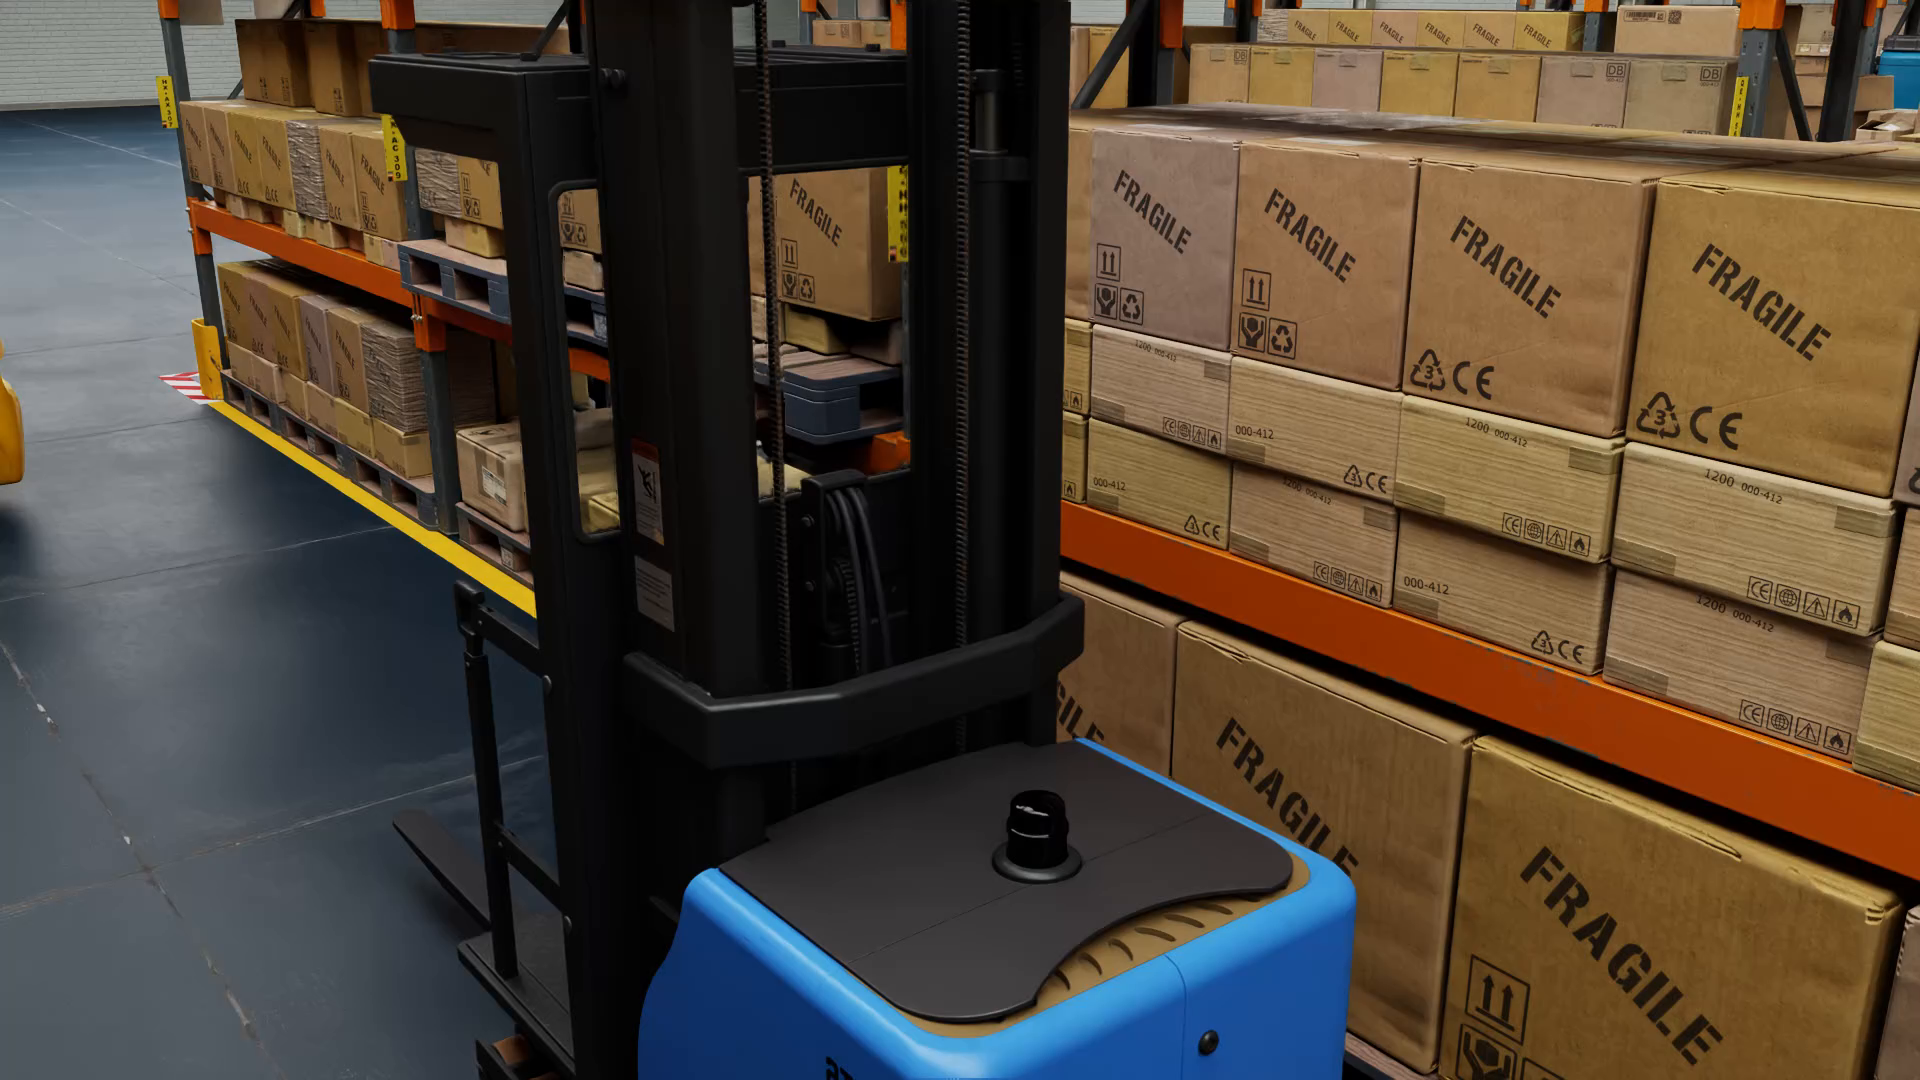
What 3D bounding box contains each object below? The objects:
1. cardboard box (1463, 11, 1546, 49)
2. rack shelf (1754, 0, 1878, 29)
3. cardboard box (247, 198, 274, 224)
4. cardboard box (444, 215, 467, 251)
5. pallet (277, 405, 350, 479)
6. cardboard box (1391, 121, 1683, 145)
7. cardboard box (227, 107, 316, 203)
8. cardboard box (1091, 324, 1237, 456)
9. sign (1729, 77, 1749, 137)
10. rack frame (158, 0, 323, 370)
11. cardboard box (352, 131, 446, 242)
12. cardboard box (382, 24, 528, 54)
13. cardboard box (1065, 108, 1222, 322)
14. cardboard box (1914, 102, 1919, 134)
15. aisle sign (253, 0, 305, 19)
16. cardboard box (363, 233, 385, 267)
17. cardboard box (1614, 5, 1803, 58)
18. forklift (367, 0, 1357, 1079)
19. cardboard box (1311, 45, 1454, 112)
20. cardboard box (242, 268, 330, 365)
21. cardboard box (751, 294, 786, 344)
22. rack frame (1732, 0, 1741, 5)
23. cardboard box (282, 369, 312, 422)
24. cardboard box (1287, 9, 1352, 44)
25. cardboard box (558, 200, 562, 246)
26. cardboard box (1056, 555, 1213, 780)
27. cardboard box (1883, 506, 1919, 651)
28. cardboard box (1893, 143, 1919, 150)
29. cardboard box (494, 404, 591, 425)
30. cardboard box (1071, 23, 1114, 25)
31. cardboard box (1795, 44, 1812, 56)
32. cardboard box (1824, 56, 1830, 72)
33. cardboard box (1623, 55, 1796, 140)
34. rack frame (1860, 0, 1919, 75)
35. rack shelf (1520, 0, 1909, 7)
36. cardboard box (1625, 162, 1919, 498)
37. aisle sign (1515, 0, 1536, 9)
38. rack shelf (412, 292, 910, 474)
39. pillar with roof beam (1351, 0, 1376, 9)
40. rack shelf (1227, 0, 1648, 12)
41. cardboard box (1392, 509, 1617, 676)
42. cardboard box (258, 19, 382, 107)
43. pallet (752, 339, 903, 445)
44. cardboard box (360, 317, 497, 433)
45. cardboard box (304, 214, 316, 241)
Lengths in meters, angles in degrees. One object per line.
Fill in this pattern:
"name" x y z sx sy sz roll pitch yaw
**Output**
"cardboard box" 4.730 -4.327 14.434 0.500 0.500 0.500 -14 23 -36
"rack shelf" 5.311 -2.144 6.438 1.077 0.370 4.000 -14 23 -36
"cardboard box" -4.090 -2.022 10.096 0.380 0.149 0.250 -13 22 -35
"cardboard box" -2.137 -1.431 7.644 0.380 0.149 0.250 -14 23 -35
"pallet" -3.439 -0.685 10.094 1.003 0.211 1.213 -14 23 -36
"cardboard box" 1.406 -0.761 4.138 0.500 0.500 0.500 -14 23 -36
"cardboard box" -3.998 -2.300 9.905 0.500 0.500 0.500 -15 23 -37
"cardboard box" 0.692 -0.429 4.329 0.500 0.250 0.500 -13 23 -35
"sign" 3.636 -1.995 7.773 0.100 0.325 0.005 -14 23 -36
"rack frame" -4.716 -2.535 11.245 1.000 3.000 0.127 -14 23 -36
"cardboard box" -2.703 -1.799 8.390 0.500 0.500 0.500 -15 23 -37
"cardboard box" -2.635 -2.493 8.897 0.700 0.500 0.500 -14 23 -36
"cardboard box" 0.366 -0.916 4.608 0.500 0.500 0.500 -15 23 -38
"cardboard box" 7.228 -2.988 11.786 0.700 0.500 0.500 -10 21 -28
"aisle sign" -4.527 -3.841 11.054 0.394 0.787 0.004 -14 23 -36
"cardboard box" -2.831 -1.510 8.549 0.380 0.149 0.250 -13 23 -35
"cardboard box" 5.920 -3.744 13.276 1.000 1.000 1.000 -14 23 -36
"forklift" -0.547 -0.027 3.781 1.130 2.935 3.031 -14 23 -36
"cardboard box" 2.533 -2.690 9.965 0.700 0.500 0.500 -14 23 -36
"cardboard box" -4.088 -1.398 10.326 0.500 0.500 0.500 -15 24 -38
"cardboard box" -0.551 -0.784 5.688 0.380 0.149 0.250 -14 23 -37
"rack frame" 10.820 -6.401 22.922 1.000 3.000 0.127 -14 23 -36
"cardboard box" -3.772 -0.917 10.065 0.500 0.250 0.500 -12 22 -32
"cardboard box" 3.485 -4.819 15.920 0.500 0.500 0.500 -14 23 -36
"cardboard box" -1.558 -1.518 6.874 0.500 0.500 0.500 -14 23 -36
"cardboard box" 0.615 0.432 4.997 0.875 0.875 0.875 -14 23 -37
"cardboard box" 1.954 0.073 2.813 0.500 0.250 0.500 -13 23 -35
"cardboard box" 4.373 -1.699 7.508 0.380 0.149 0.250 -15 23 -38
"cardboard box" -2.387 -0.641 9.233 0.500 0.250 0.500 -15 24 -39
"cardboard box" 0.723 -3.494 12.186 0.875 0.550 0.550 -14 23 -36
"cardboard box" 11.215 -6.492 22.004 0.380 0.149 0.250 -14 23 -36
"cardboard box" 11.734 -6.079 21.791 0.700 0.500 0.500 -14 23 -36
"cardboard box" 3.798 -2.189 8.452 0.700 0.500 0.500 -14 23 -36
"rack frame" 9.419 -4.450 17.029 1.000 3.000 0.127 -14 23 -36
"rack shelf" 8.177 -6.025 18.159 1.077 0.370 4.000 -14 23 -36
"cardboard box" 1.634 -0.416 3.096 0.500 0.500 0.500 -13 22 -34
"aisle sign" 6.661 -6.630 19.478 0.394 0.787 0.004 -14 23 -36
"rack shelf" -0.990 -0.715 6.893 1.077 0.370 4.000 -14 23 -36
"pillar with roof beam" 4.989 -12.330 31.283 9.100 9.000 0.400 -14 23 -36
"rack shelf" 4.294 -5.058 15.239 1.077 0.370 4.000 -14 23 -36
"cardboard box" 1.321 0.052 3.672 0.500 0.250 0.500 -14 23 -36
"cardboard box" -3.919 -2.988 10.393 0.700 0.500 0.500 -14 23 -36
"pallet" -0.275 -0.627 5.790 1.213 0.211 1.003 -14 23 -36
"cardboard box" -2.810 -0.892 8.799 0.500 0.500 0.500 -14 23 -37
"cardboard box" -3.440 -1.768 9.330 0.380 0.149 0.250 -14 23 -37
